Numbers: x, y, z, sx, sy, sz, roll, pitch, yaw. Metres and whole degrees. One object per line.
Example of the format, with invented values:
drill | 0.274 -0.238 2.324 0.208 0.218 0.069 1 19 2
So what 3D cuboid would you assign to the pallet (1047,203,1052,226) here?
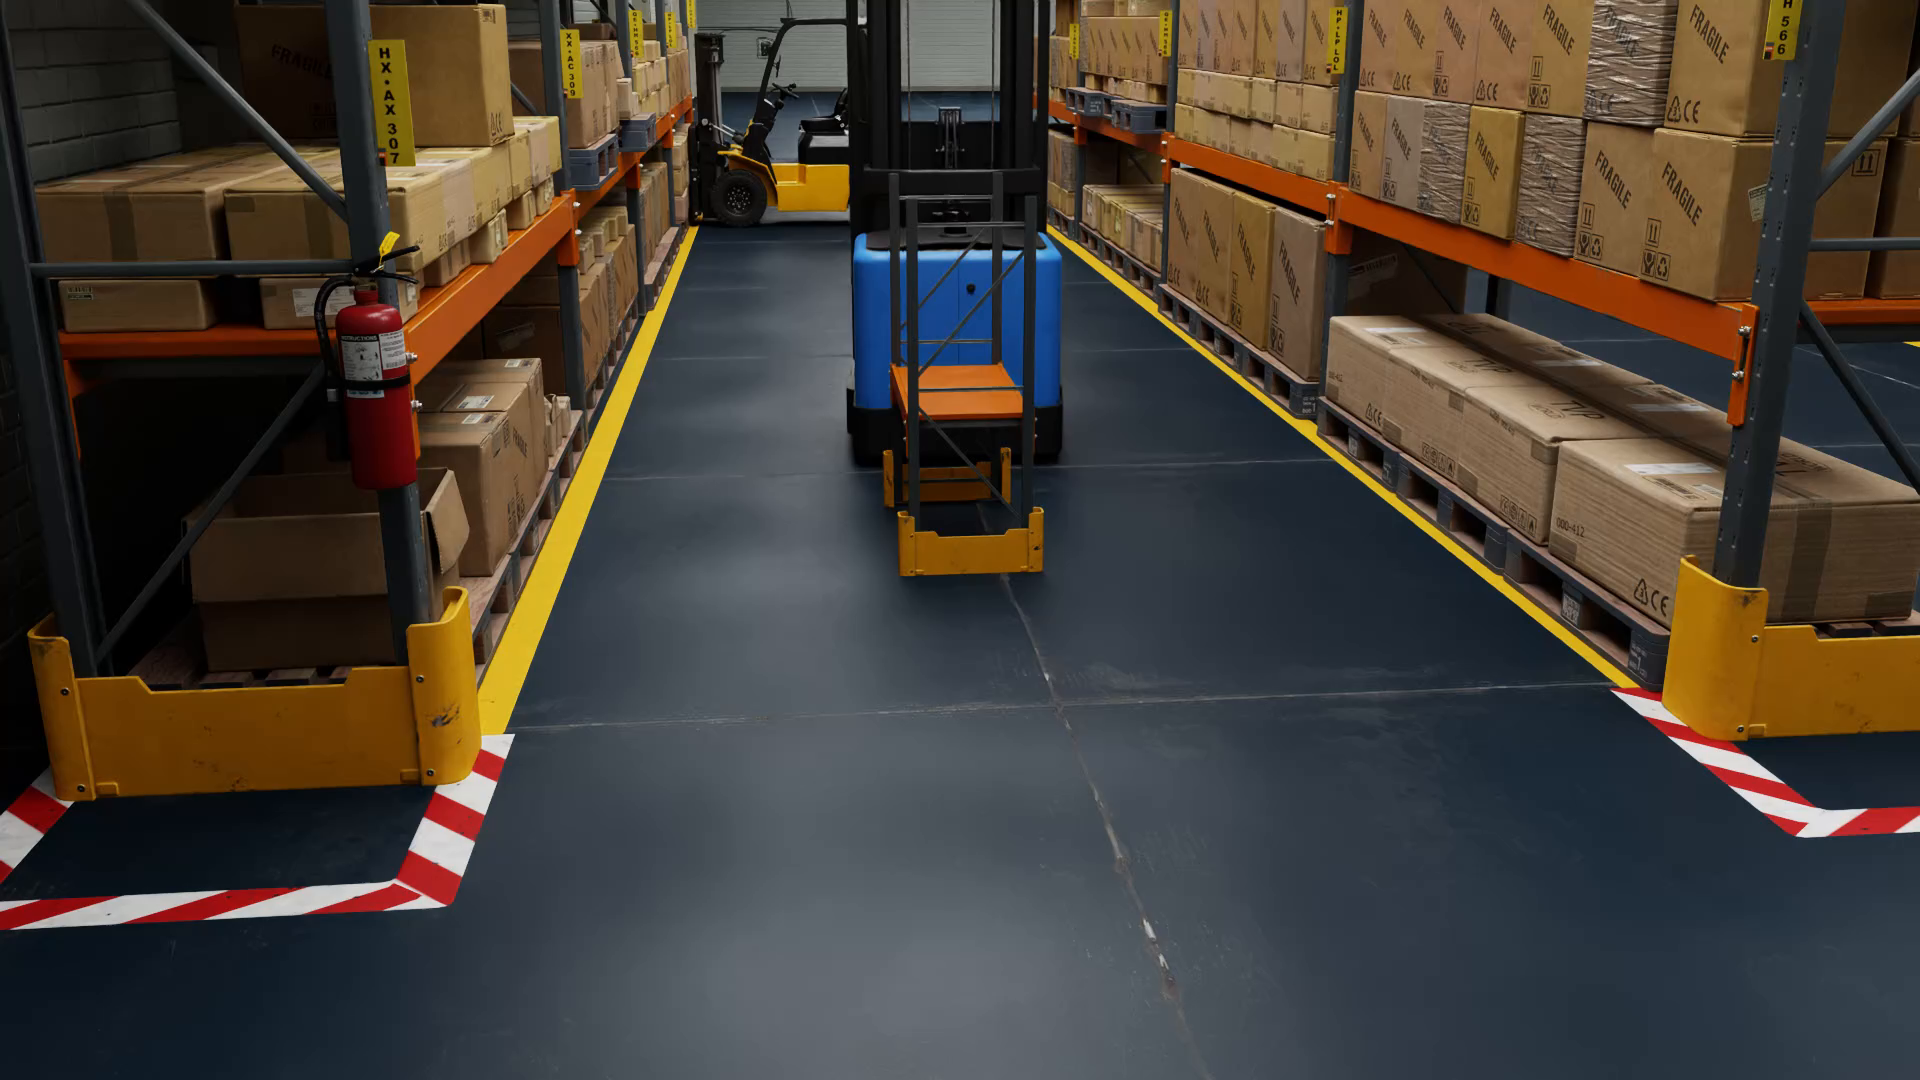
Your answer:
pallet | 1.420 -3.686 18.567 1.003 0.211 1.213 -2 18 -6

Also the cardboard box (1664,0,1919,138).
cardboard box | 2.604 -1.539 5.236 0.500 0.500 0.500 -1 17 -4

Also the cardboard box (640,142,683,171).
cardboard box | -3.022 -3.818 16.552 0.500 0.250 0.500 -2 18 -6

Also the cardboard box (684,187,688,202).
cardboard box | -3.072 -3.493 17.184 0.500 0.250 0.500 -2 18 -7

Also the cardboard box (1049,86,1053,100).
cardboard box | 1.150 -4.875 18.118 0.380 0.149 0.250 -2 18 -5

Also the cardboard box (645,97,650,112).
cardboard box | -2.781 -3.479 13.501 0.500 0.250 0.500 -2 18 -7

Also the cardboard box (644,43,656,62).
cardboard box | -2.762 -4.105 13.995 0.380 0.149 0.250 -2 18 -7

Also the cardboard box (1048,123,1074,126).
cardboard box | 1.052 -4.636 19.572 0.500 0.500 0.500 -2 18 -7

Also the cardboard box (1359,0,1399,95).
cardboard box | 2.286 -2.445 8.123 0.500 0.500 0.500 -2 18 -5

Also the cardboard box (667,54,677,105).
cardboard box | -3.140 -4.642 16.788 0.500 0.500 0.500 -1 17 -5

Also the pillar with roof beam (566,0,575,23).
pillar with roof beam | -0.239 -8.251 18.435 9.100 9.000 0.400 -2 18 -6

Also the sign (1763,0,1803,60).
sign | 2.350 -1.531 4.718 0.100 0.325 0.005 -2 18 -6

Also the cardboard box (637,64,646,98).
cardboard box | -2.724 -3.563 12.935 0.500 0.250 0.500 -1 17 -4

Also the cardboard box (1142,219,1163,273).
cardboard box | 2.017 -2.377 13.427 0.950 0.372 0.625 -3 18 -9

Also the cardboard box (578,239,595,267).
cardboard box | -2.428 -1.735 10.085 0.380 0.149 0.250 -1 17 -4

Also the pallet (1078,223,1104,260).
pallet | 1.735 -2.891 16.034 1.003 0.211 1.213 -2 18 -6

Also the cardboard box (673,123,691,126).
cardboard box | -3.339 -4.729 19.452 0.500 0.250 0.500 -1 17 -4

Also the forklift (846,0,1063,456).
forklift | -0.076 -2.205 9.306 1.130 2.935 3.031 -1 17 -3

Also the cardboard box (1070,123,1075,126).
cardboard box | 1.583 -4.661 19.653 0.500 0.500 0.500 -2 18 -5

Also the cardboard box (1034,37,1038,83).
cardboard box | 1.124 -5.379 18.640 0.500 0.500 0.500 -2 18 -7

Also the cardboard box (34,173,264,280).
cardboard box | -2.357 -0.923 4.863 0.500 0.250 0.500 -1 17 -4

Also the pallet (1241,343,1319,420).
pallet | 2.324 -0.967 9.906 1.003 0.211 1.213 -2 18 -6

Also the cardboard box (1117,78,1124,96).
cardboard box | 1.559 -3.892 14.284 0.380 0.149 0.250 -2 18 -7

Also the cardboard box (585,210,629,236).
cardboard box | -2.509 -2.205 11.582 0.380 0.149 0.250 -3 18 -9

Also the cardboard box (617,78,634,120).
cardboard box | -2.440 -2.932 11.057 0.500 0.250 0.500 -3 18 -8

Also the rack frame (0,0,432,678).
rack frame | -2.046 -0.724 4.475 1.000 3.000 0.127 -2 18 -6

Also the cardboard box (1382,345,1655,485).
cardboard box | 2.529 -0.591 7.628 0.875 0.438 0.875 -2 18 -7

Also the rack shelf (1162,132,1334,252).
rack shelf | 2.272 -2.323 10.769 1.077 0.370 4.000 -2 18 -6

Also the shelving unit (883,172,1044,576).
shelving unit | -0.008 -0.738 7.025 0.587 1.500 1.083 -2 18 -6

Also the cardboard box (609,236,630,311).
cardboard box | -2.573 -1.846 11.522 0.500 0.500 0.500 -2 18 -6

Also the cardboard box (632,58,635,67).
cardboard box | -2.611 -3.569 12.286 0.380 0.149 0.250 -1 17 -4

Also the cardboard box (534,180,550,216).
cardboard box | -2.075 -1.555 7.542 0.380 0.149 0.250 -1 17 -4

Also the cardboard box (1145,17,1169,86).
cardboard box | 1.742 -3.779 12.841 0.500 0.500 0.500 -2 18 -7

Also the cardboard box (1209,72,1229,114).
cardboard box | 1.964 -2.967 11.037 0.500 0.250 0.500 -2 18 -6

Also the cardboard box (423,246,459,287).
cardboard box | -1.906 -0.939 5.580 0.380 0.149 0.250 -1 17 -4

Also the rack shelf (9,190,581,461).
rack shelf | -2.252 -0.977 6.481 1.077 0.370 4.000 -2 18 -6

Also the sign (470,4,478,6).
sign | -3.423 -3.642 11.836 0.100 0.325 0.005 -2 18 -6

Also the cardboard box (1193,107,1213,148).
cardboard box | 1.936 -2.884 11.607 0.500 0.250 0.500 -2 18 -7

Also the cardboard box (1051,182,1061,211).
cardboard box | 1.260 -3.668 17.743 0.500 0.250 0.500 -2 18 -7

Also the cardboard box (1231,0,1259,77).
cardboard box | 2.021 -3.180 10.461 0.500 0.500 0.500 -1 17 -5

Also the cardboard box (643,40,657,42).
cardboard box | -3.055 -4.759 16.079 0.380 0.149 0.250 -2 18 -7

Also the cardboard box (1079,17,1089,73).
cardboard box | 1.416 -4.695 15.760 0.500 0.500 0.500 -1 17 -4

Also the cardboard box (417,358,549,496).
cardboard box | -2.171 -0.482 7.177 0.700 0.500 0.500 -2 18 -8

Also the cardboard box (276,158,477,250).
cardboard box | -1.877 -1.088 5.389 0.500 0.250 0.500 -2 17 -5

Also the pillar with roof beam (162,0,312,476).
pillar with roof beam | 0.999 -4.676 7.047 9.100 9.000 0.400 -2 18 -6

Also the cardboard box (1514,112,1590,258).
cardboard box | 2.478 -1.365 6.349 0.500 0.500 0.500 -1 17 -4

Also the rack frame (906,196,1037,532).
rack frame | 0.044 -0.590 6.551 0.500 1.500 0.032 -2 18 -6

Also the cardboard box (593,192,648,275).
cardboard box | -2.922 -2.361 12.953 0.875 0.625 0.625 -1 17 -4

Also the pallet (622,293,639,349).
pallet | -2.832 -1.553 11.773 1.003 0.211 1.213 -2 18 -6

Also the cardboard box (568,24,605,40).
cardboard box | -3.617 -4.884 15.980 0.380 0.149 0.250 -2 18 -6

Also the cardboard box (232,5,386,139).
cardboard box | -2.570 -1.892 6.697 0.500 0.500 0.500 -2 18 -7
